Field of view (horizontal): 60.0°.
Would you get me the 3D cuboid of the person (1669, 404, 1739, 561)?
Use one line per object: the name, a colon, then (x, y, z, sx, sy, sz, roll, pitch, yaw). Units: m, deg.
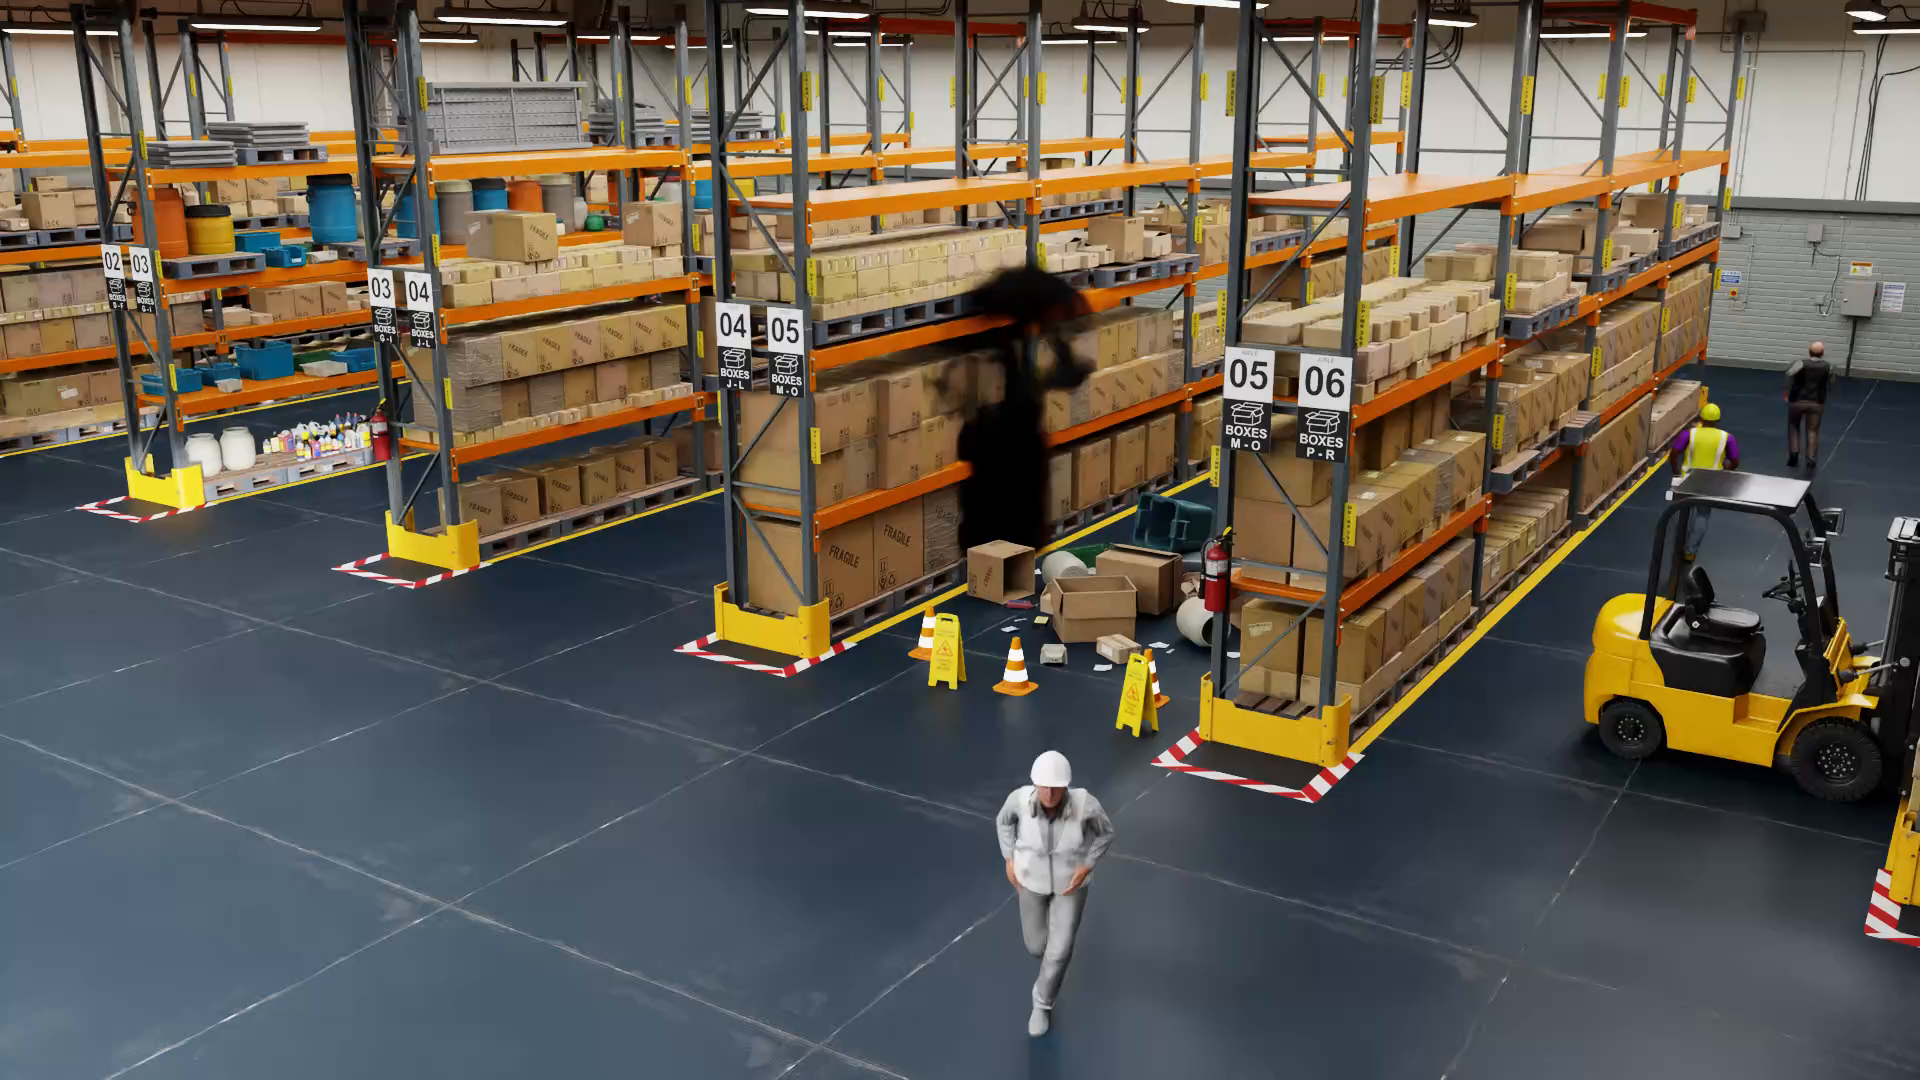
person: (8.184, -0.659, 18.338, 0.697, 1.724, 0.566, 8, 17, 27)

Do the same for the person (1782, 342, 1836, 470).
person: (11.435, -1.794, 22.479, 0.660, 1.753, 0.878, 7, 17, 23)

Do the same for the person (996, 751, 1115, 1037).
person: (0.528, 1.891, 9.332, 0.657, 1.718, 0.872, 1, 16, 4)
